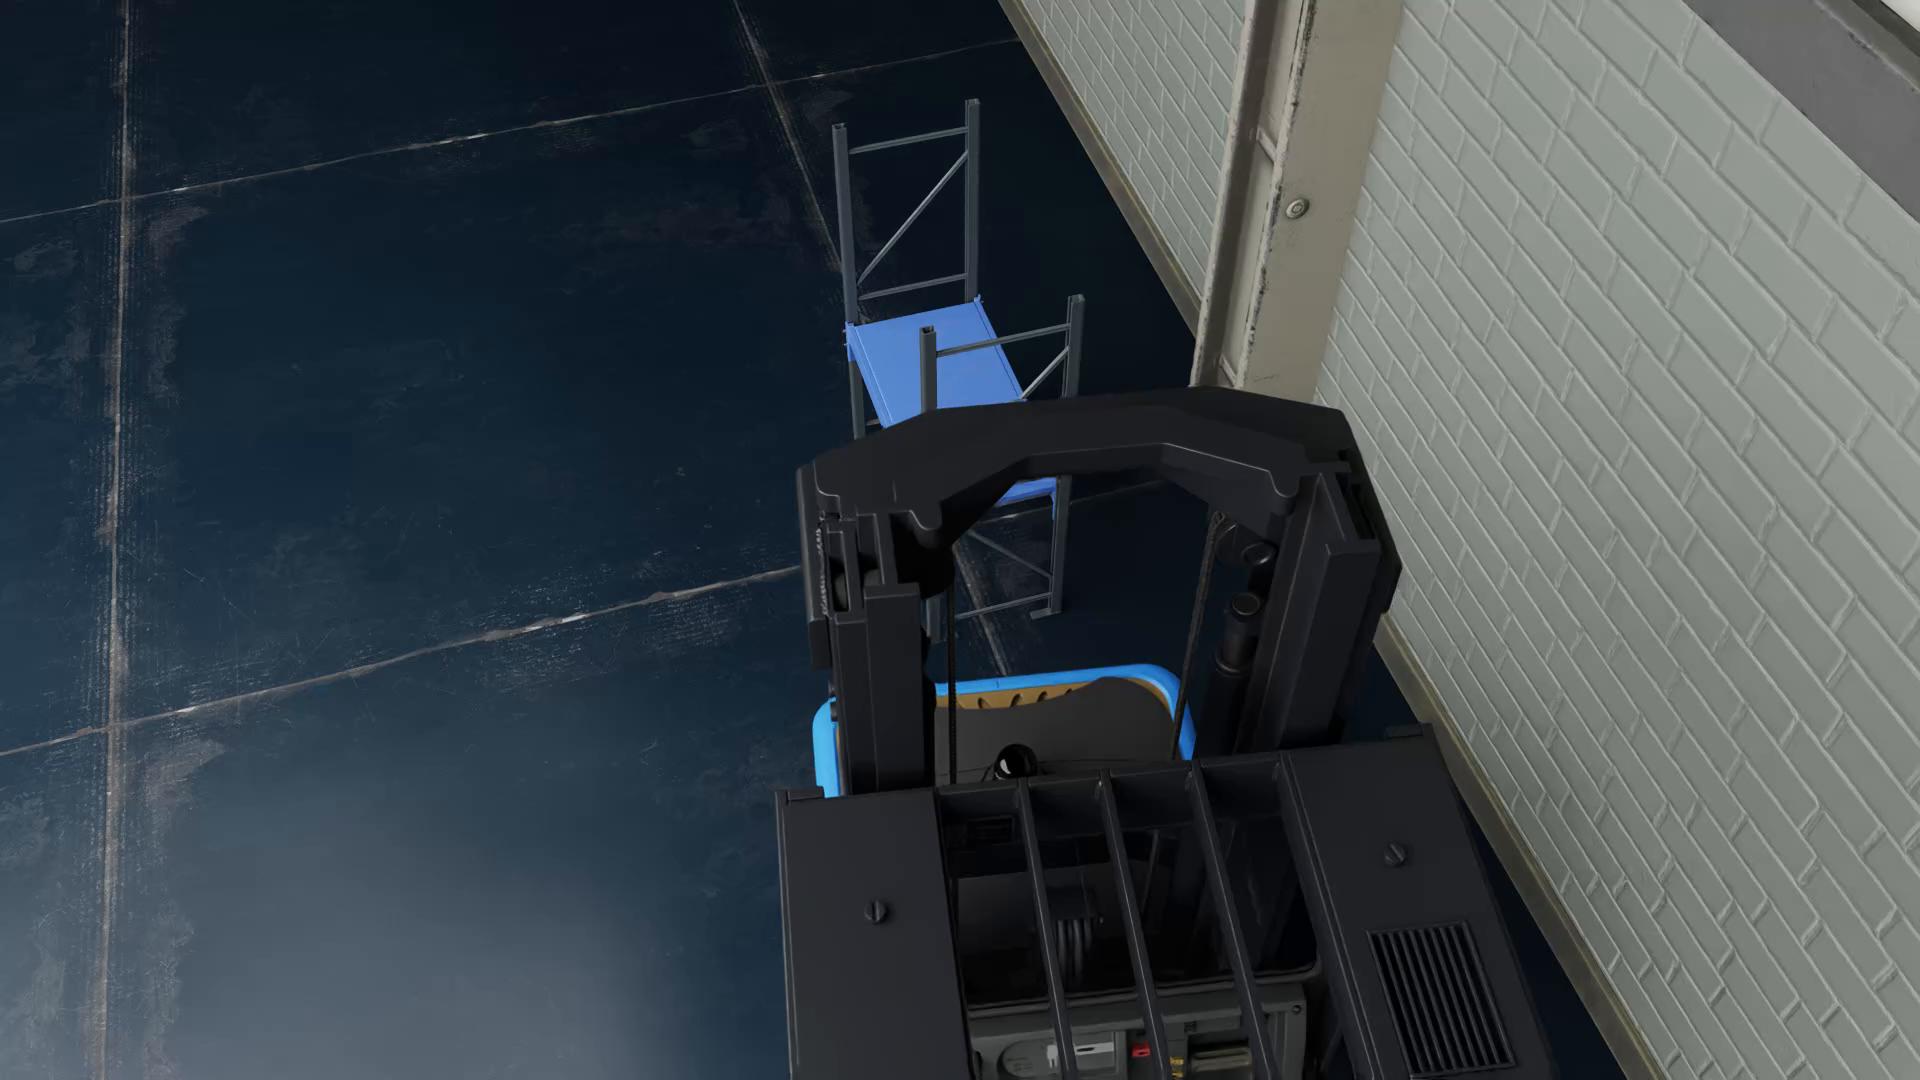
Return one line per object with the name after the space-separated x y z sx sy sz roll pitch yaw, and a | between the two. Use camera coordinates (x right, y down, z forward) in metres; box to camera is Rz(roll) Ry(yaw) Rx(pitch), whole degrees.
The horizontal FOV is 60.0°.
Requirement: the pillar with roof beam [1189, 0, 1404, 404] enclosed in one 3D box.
-3.031 -2.228 2.243 9.100 9.000 0.400 -13 51 -11 | pillar with roof beam

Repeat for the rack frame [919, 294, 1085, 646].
0.125 -0.174 5.416 0.500 1.500 0.032 -13 51 -11 | rack frame

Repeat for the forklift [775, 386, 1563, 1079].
0.278 1.245 3.284 1.130 2.935 3.031 -5 50 -4 | forklift

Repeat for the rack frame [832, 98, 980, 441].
-0.176 -0.917 6.042 0.500 1.500 0.032 -13 51 -11 | rack frame

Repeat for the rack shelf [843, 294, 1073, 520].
-0.025 -0.430 5.867 0.538 0.185 1.000 -13 51 -11 | rack shelf

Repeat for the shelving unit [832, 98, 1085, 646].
-0.025 -0.546 5.729 0.538 1.500 1.048 -13 51 -11 | shelving unit
